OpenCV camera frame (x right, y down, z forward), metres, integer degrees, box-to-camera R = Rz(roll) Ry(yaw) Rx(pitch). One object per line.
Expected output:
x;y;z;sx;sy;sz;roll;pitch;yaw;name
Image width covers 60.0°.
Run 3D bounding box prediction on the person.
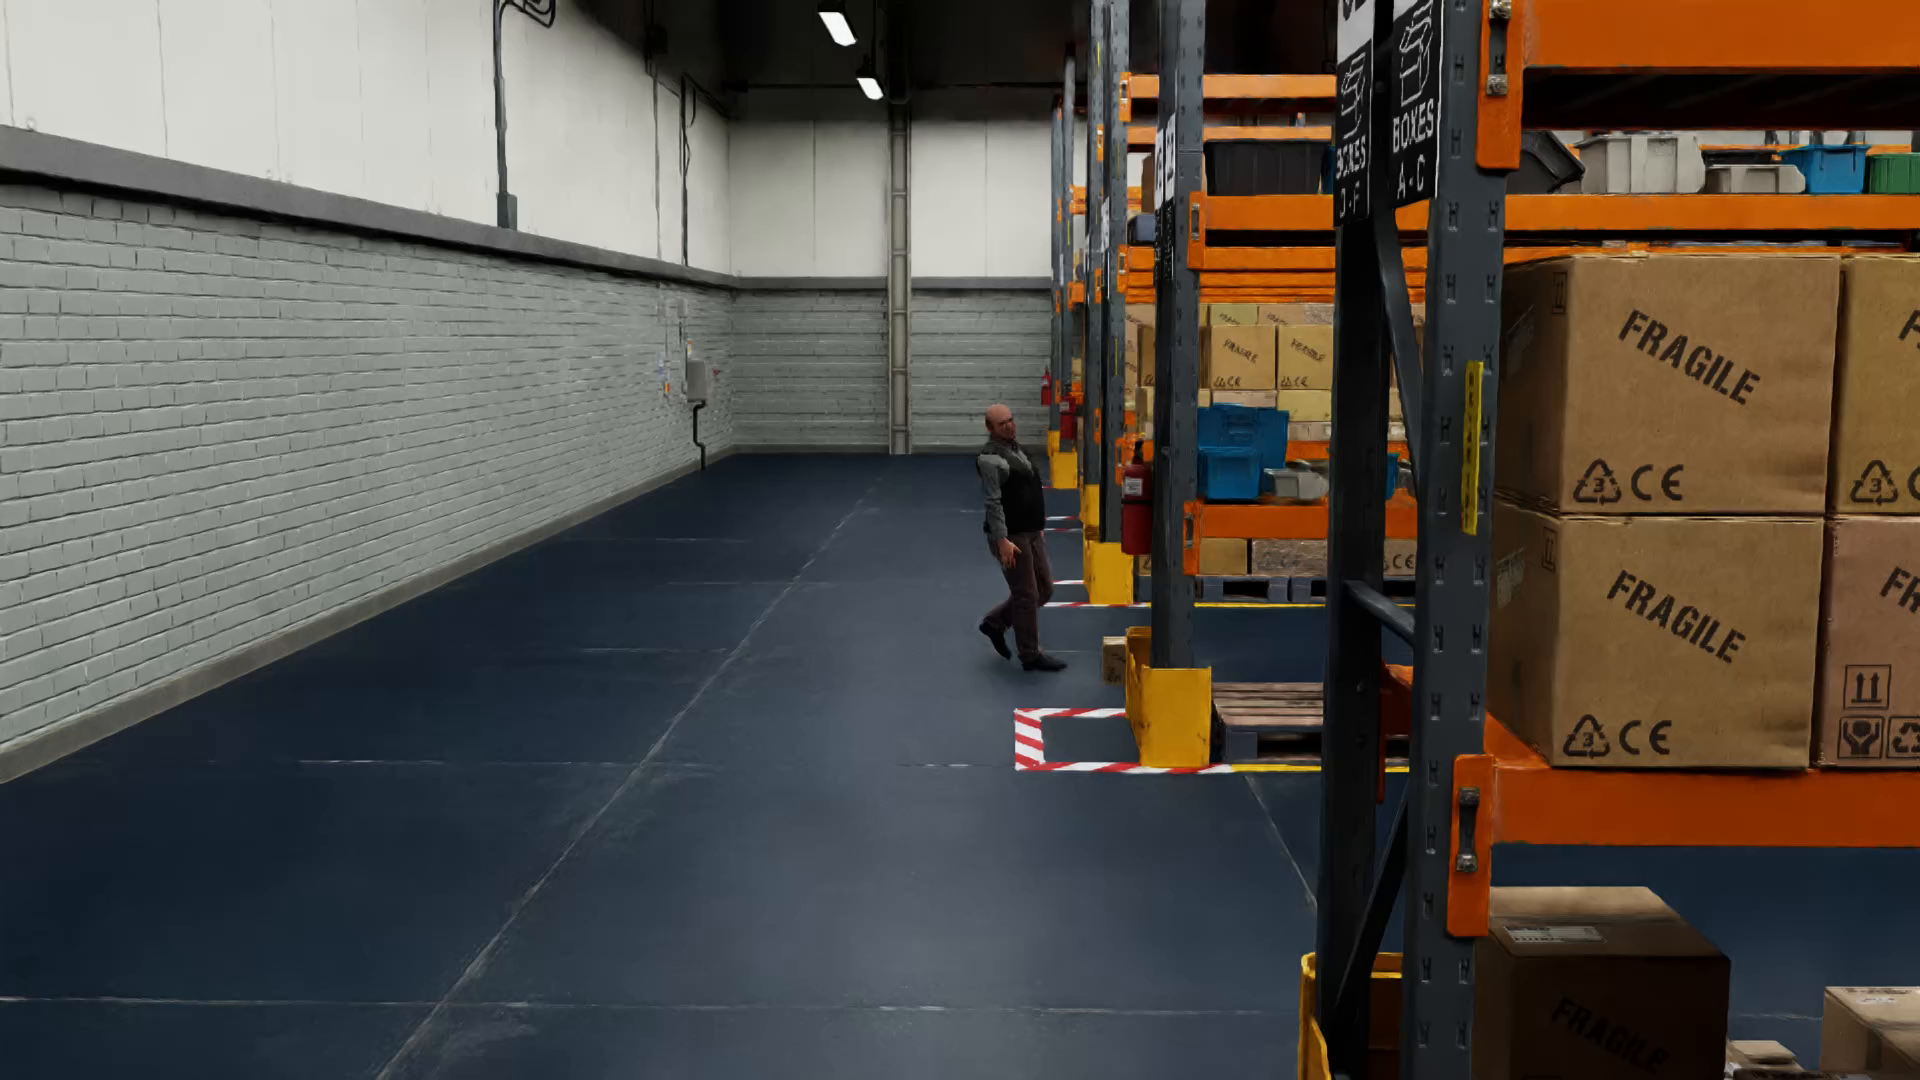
0.365;-0.017;10.566;0.644;1.702;0.558;3;8;23;person
